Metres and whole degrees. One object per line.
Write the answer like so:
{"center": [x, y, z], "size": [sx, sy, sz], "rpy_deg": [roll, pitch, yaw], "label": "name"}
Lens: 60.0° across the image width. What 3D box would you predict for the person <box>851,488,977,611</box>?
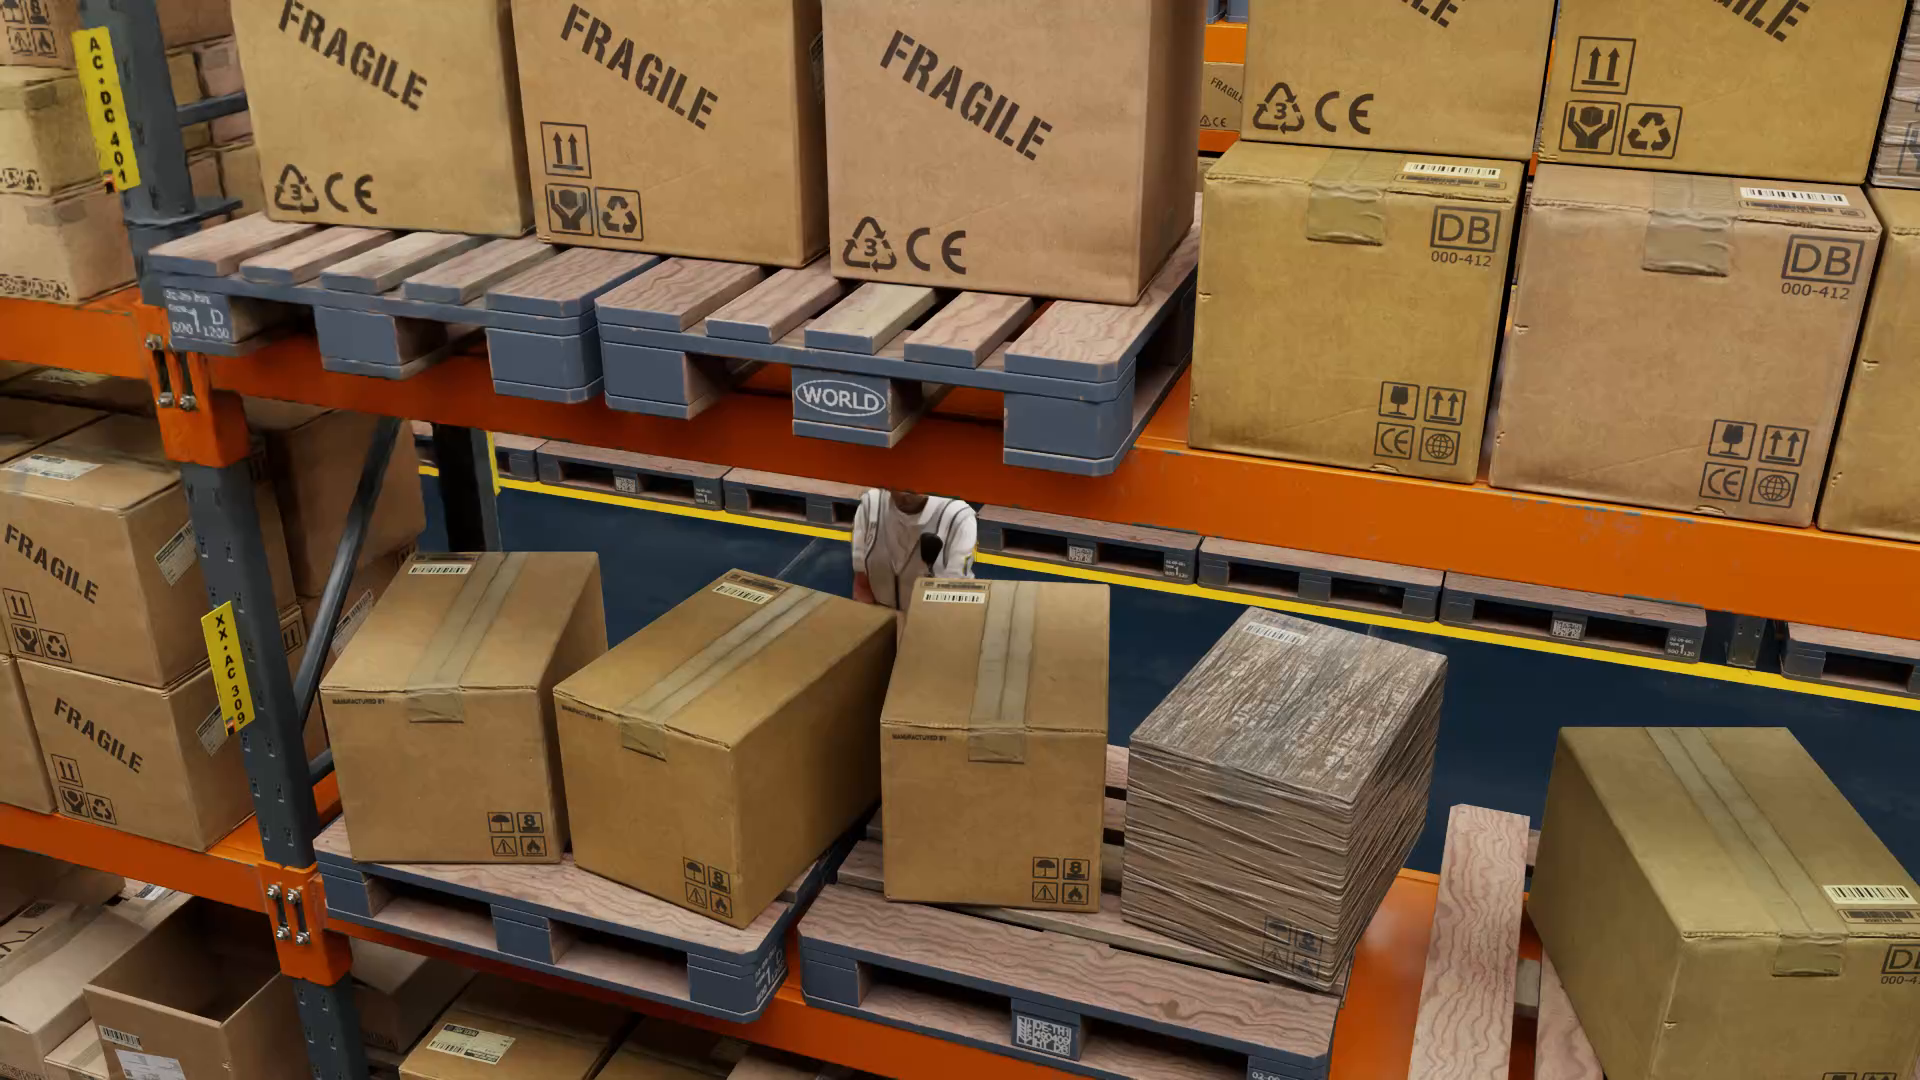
{"center": [-0.165, 0.367, 6.380], "size": [0.478, 1.723, 0.604], "rpy_deg": [8, 27, 17], "label": "person"}
